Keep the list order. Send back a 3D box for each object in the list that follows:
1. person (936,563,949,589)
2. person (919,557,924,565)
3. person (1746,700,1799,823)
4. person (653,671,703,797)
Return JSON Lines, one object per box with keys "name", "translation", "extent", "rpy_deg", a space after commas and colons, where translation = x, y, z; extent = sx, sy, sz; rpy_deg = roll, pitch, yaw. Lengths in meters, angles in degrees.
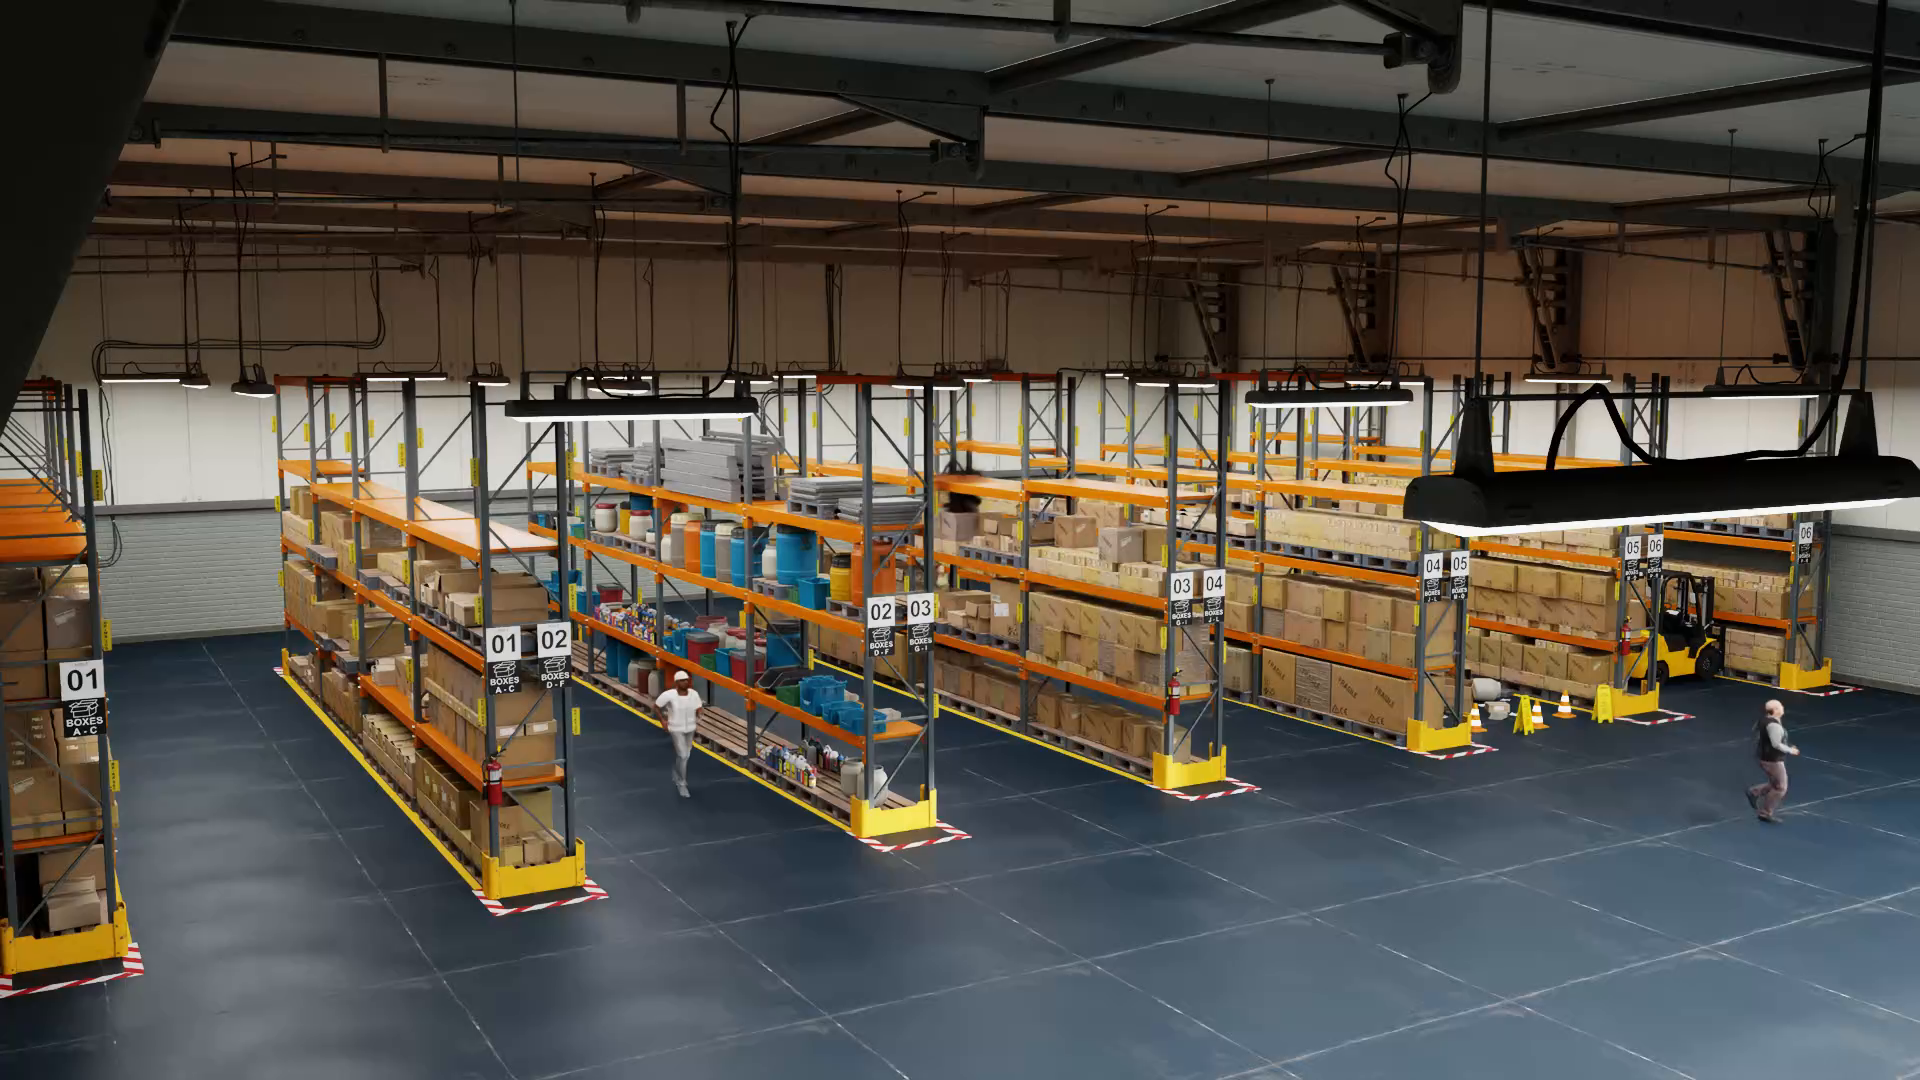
{"name": "person", "translation": [-0.409, 1.350, 37.985], "extent": [0.630, 1.641, 0.551], "rpy_deg": [-4, 8, -35]}
{"name": "person", "translation": [-0.853, 0.897, 42.019], "extent": [0.755, 1.681, 0.851], "rpy_deg": [-3, 7, -27]}
{"name": "person", "translation": [11.112, 3.014, 22.729], "extent": [0.591, 1.688, 0.697], "rpy_deg": [1, 6, 10]}
{"name": "person", "translation": [-4.059, 2.809, 24.271], "extent": [0.682, 1.828, 0.702], "rpy_deg": [-5, 8, -39]}
